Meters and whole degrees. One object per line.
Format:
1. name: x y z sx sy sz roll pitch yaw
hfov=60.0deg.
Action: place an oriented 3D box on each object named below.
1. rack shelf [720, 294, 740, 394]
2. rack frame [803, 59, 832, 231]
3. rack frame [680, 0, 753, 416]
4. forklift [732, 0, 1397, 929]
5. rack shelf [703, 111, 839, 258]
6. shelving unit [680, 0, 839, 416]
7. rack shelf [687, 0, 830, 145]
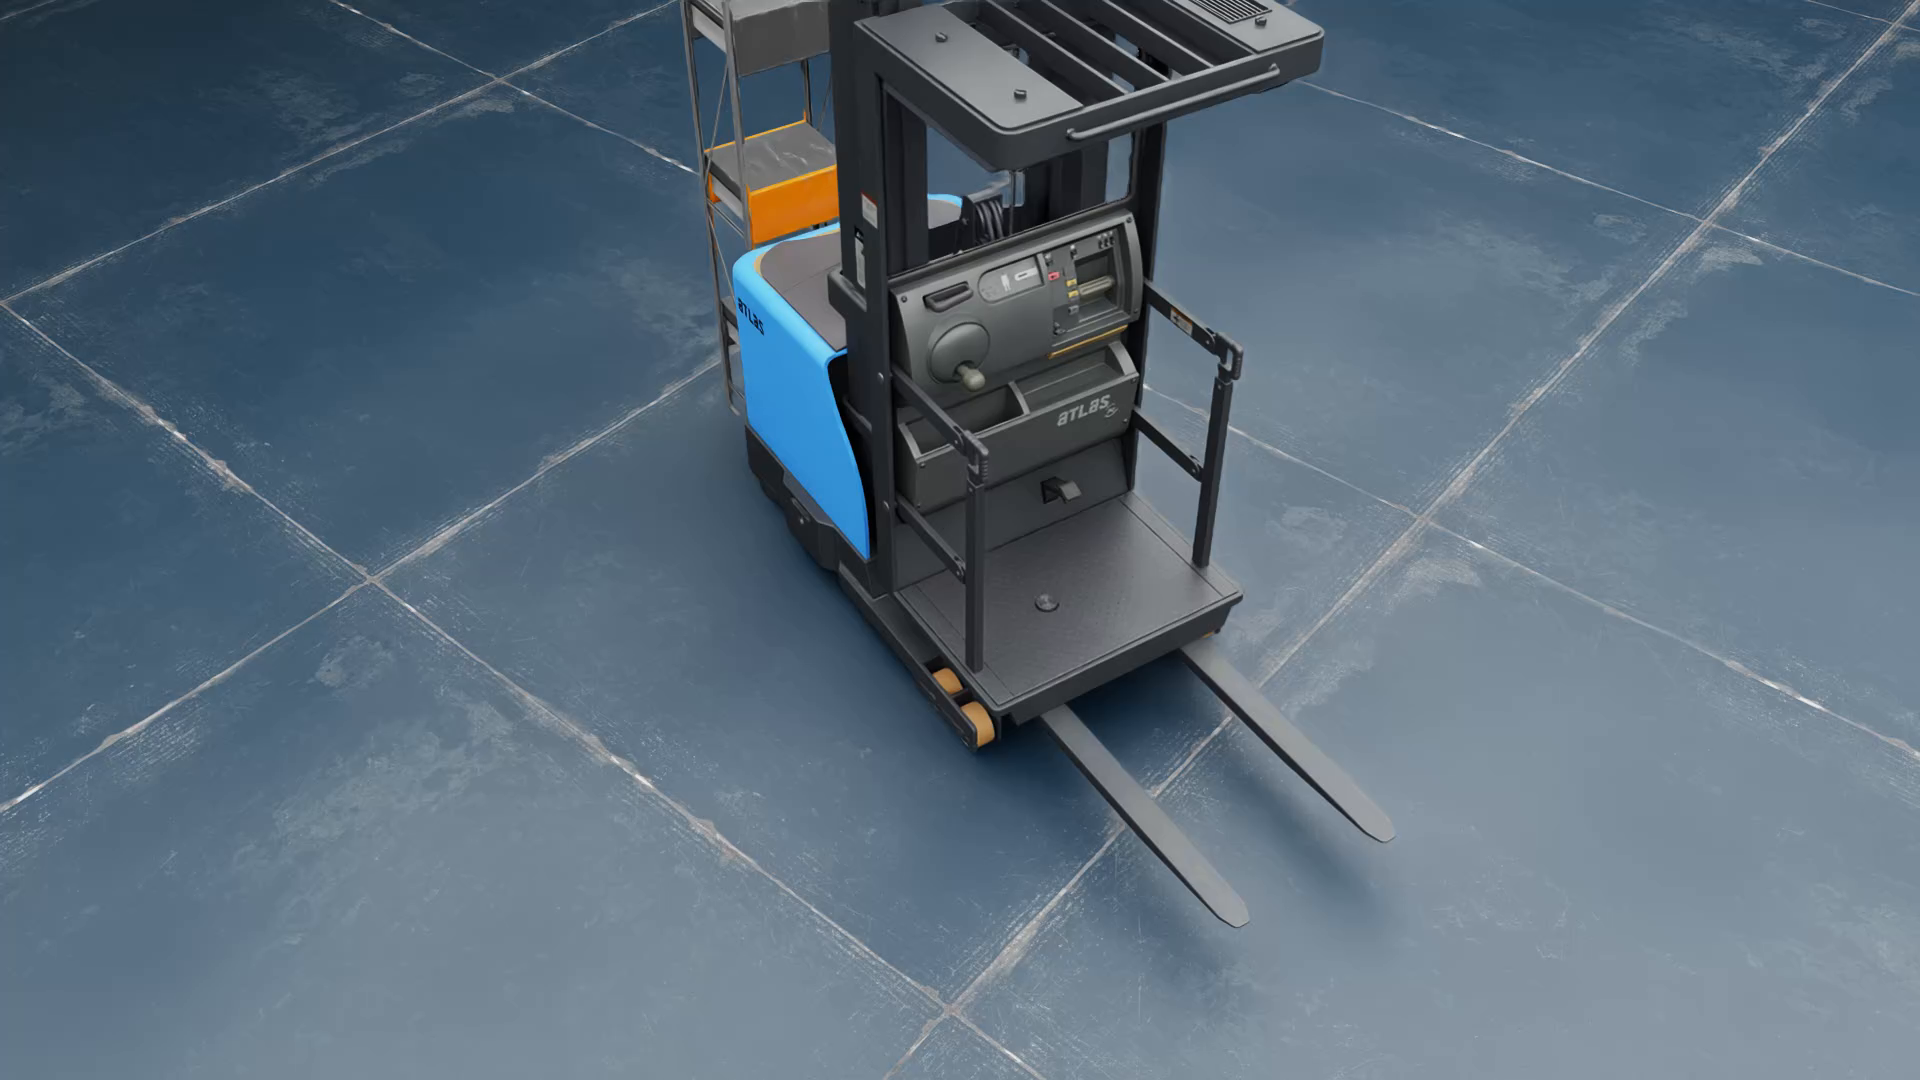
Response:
1. rack shelf: -0.716 -0.826 7.158 0.480 0.518 0.431 -24 47 -24
2. rack frame: -0.512 -1.443 6.777 0.015 2.100 0.400 -24 47 -24
3. rack frame: -0.920 -1.264 6.579 0.015 2.100 0.400 -24 47 -24
4. forklift: 0.324 -0.707 5.349 1.130 2.935 3.031 -23 47 -23
5. rack shelf: -0.716 -1.344 6.687 0.480 0.518 0.431 -24 47 -24
6. shelving unit: -0.716 -1.354 6.678 0.503 2.100 0.431 -24 47 -24
7. rack shelf: -0.716 -1.862 6.216 0.480 0.518 0.431 -24 47 -24
